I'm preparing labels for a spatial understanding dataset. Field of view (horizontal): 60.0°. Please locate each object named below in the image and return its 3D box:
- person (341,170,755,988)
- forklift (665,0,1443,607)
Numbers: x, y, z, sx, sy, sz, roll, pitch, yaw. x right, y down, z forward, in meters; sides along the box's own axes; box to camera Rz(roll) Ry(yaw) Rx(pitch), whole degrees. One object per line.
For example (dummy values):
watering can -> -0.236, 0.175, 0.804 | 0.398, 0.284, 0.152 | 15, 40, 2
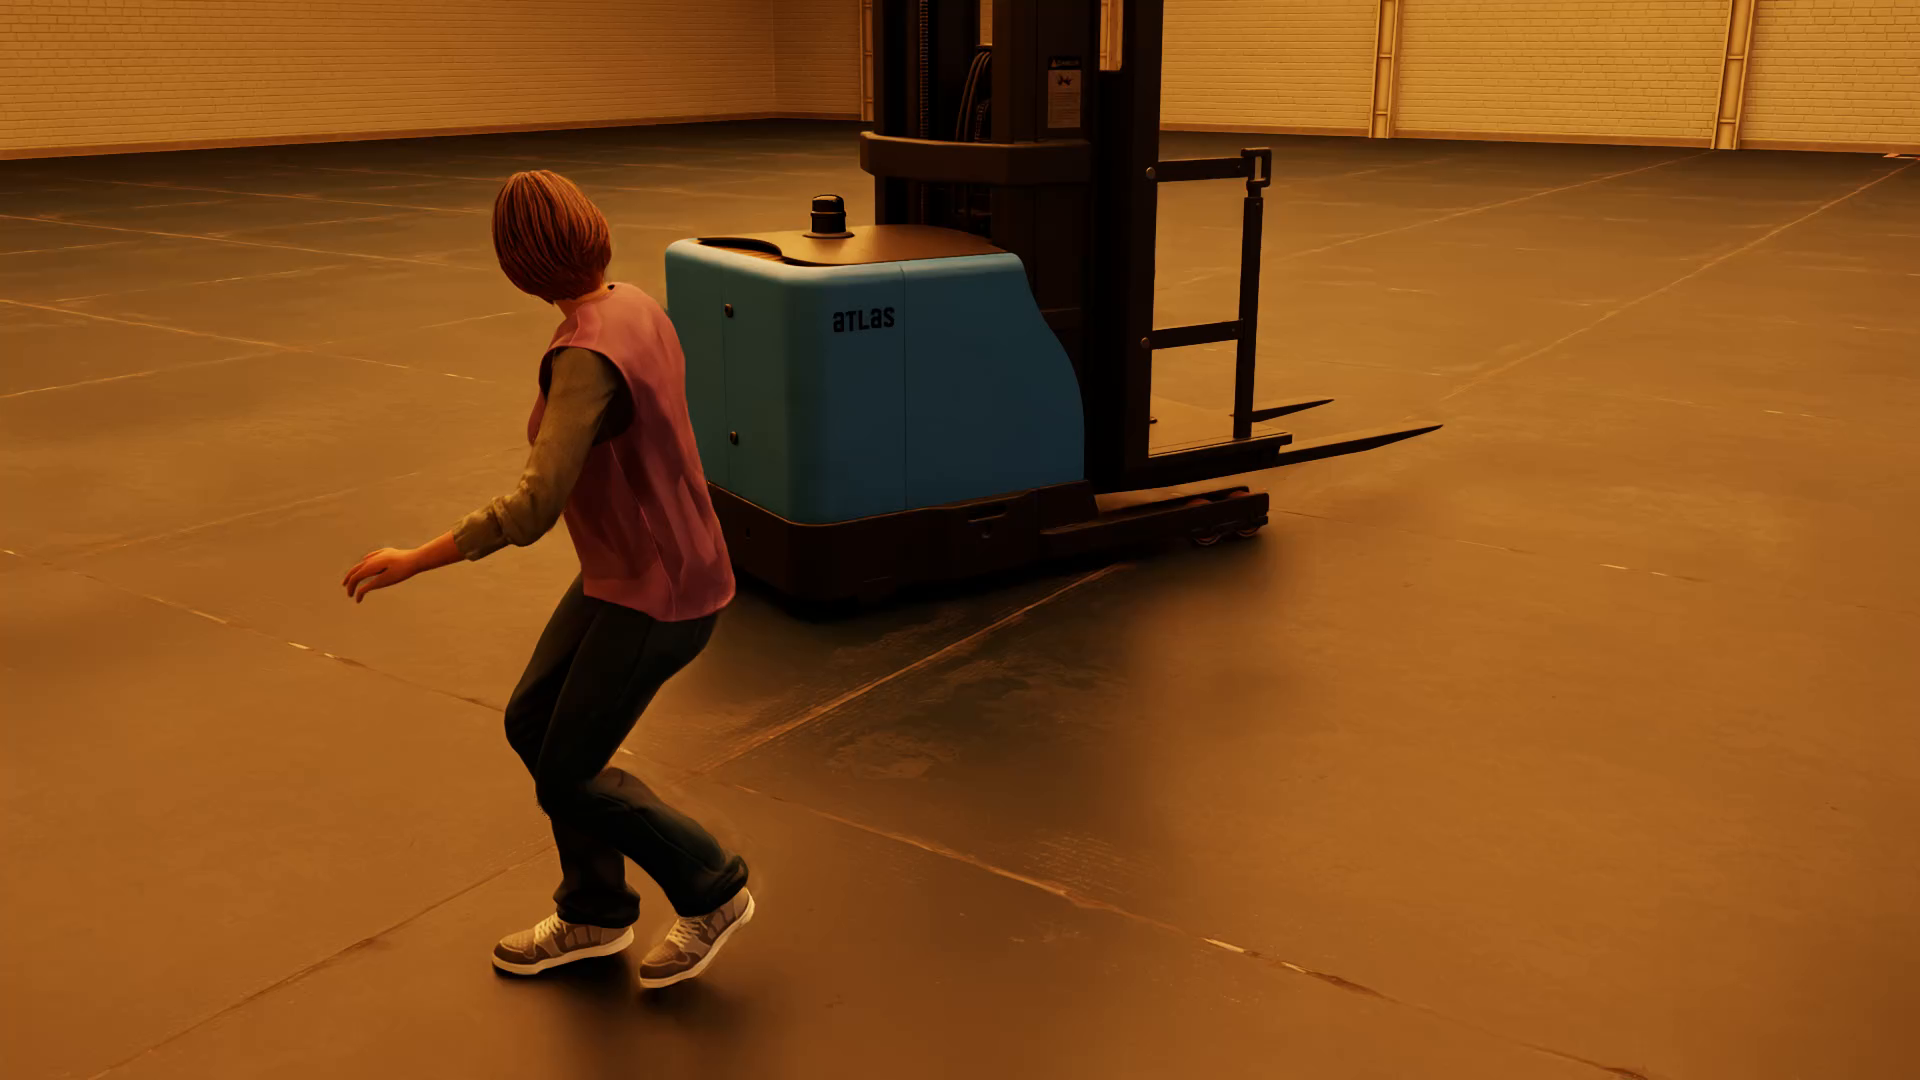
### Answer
person -> -0.738, 0.103, 3.021 | 0.672, 1.488, 0.694 | -4, 17, -13
forklift -> 0.510, -1.500, 5.849 | 3.031, 2.935, 1.130 | -11, 20, -32
